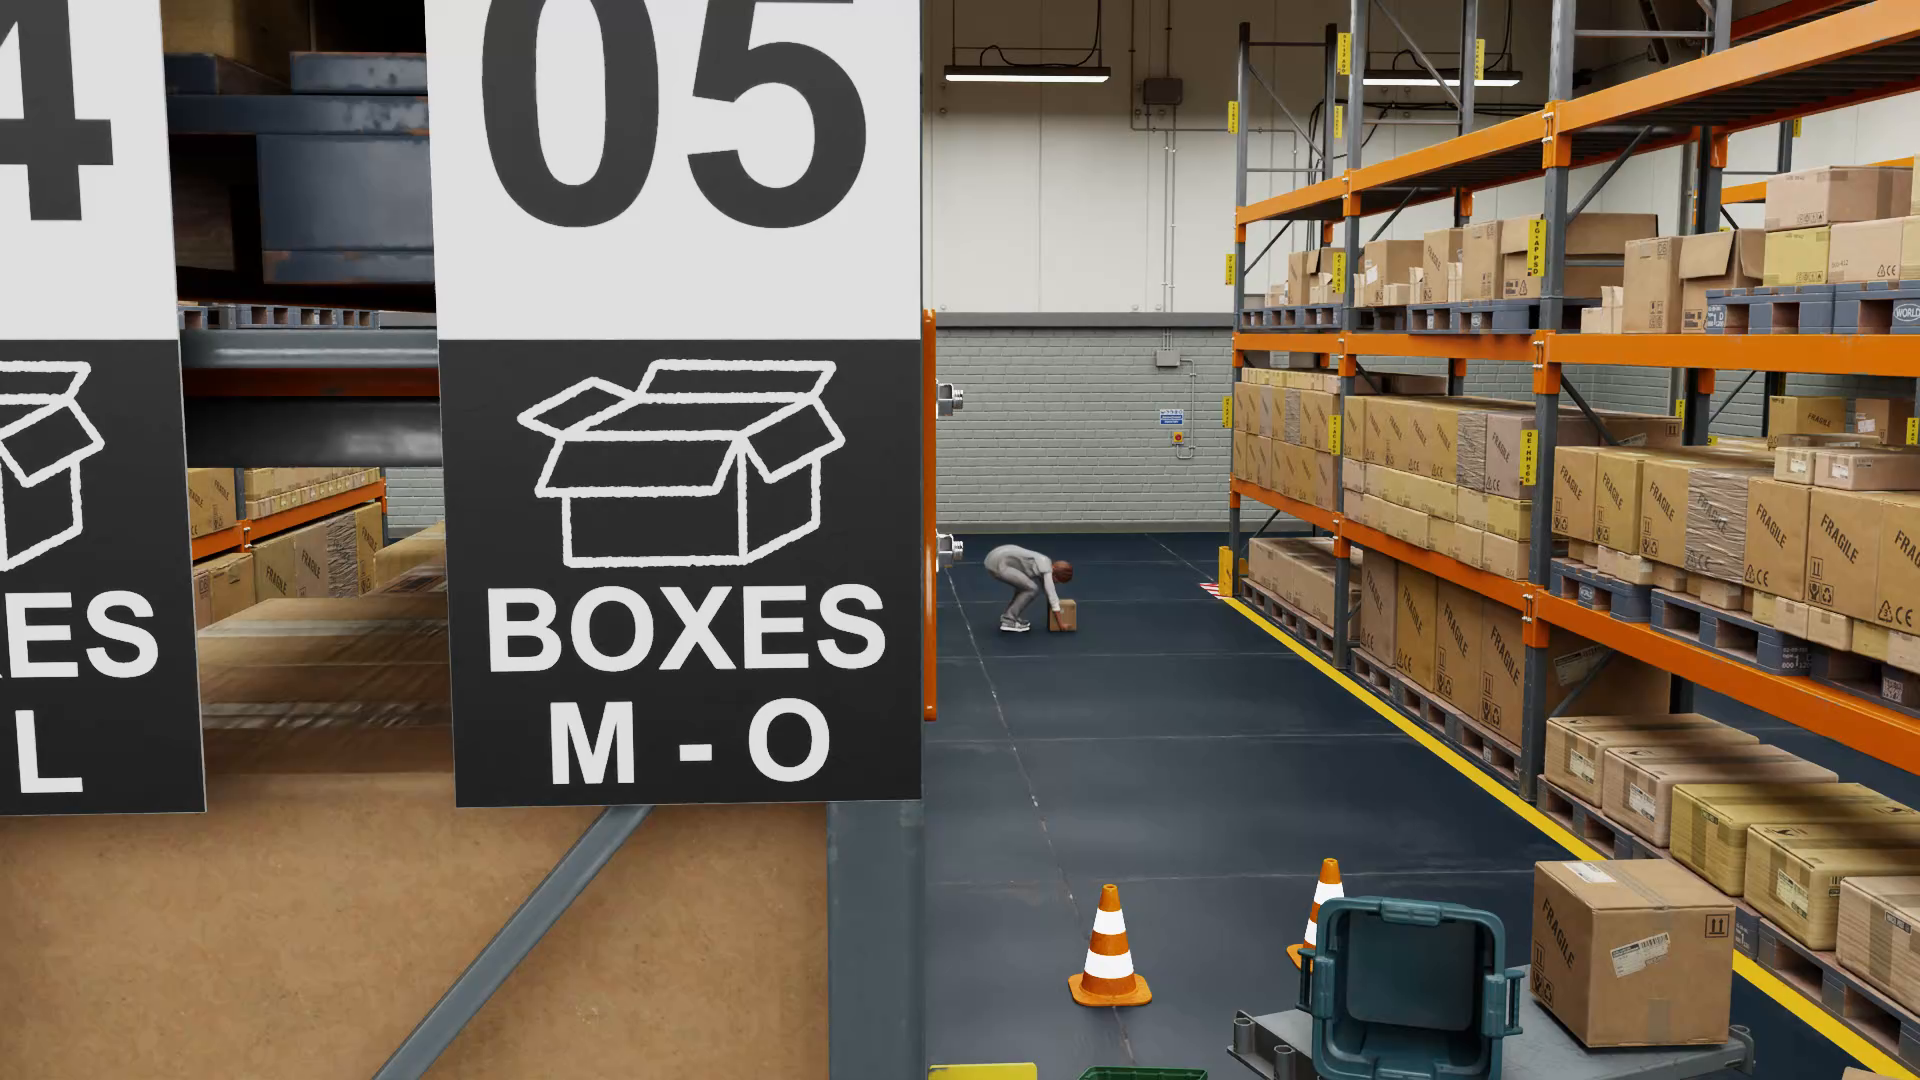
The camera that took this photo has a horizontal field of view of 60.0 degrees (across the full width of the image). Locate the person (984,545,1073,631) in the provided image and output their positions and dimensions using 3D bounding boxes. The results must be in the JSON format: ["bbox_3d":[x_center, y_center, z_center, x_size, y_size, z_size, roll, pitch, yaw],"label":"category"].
[{"bbox_3d":[0.653,0.458,15.861,0.861,0.816,0.424,-1,7,-6],"label":"person"}]
